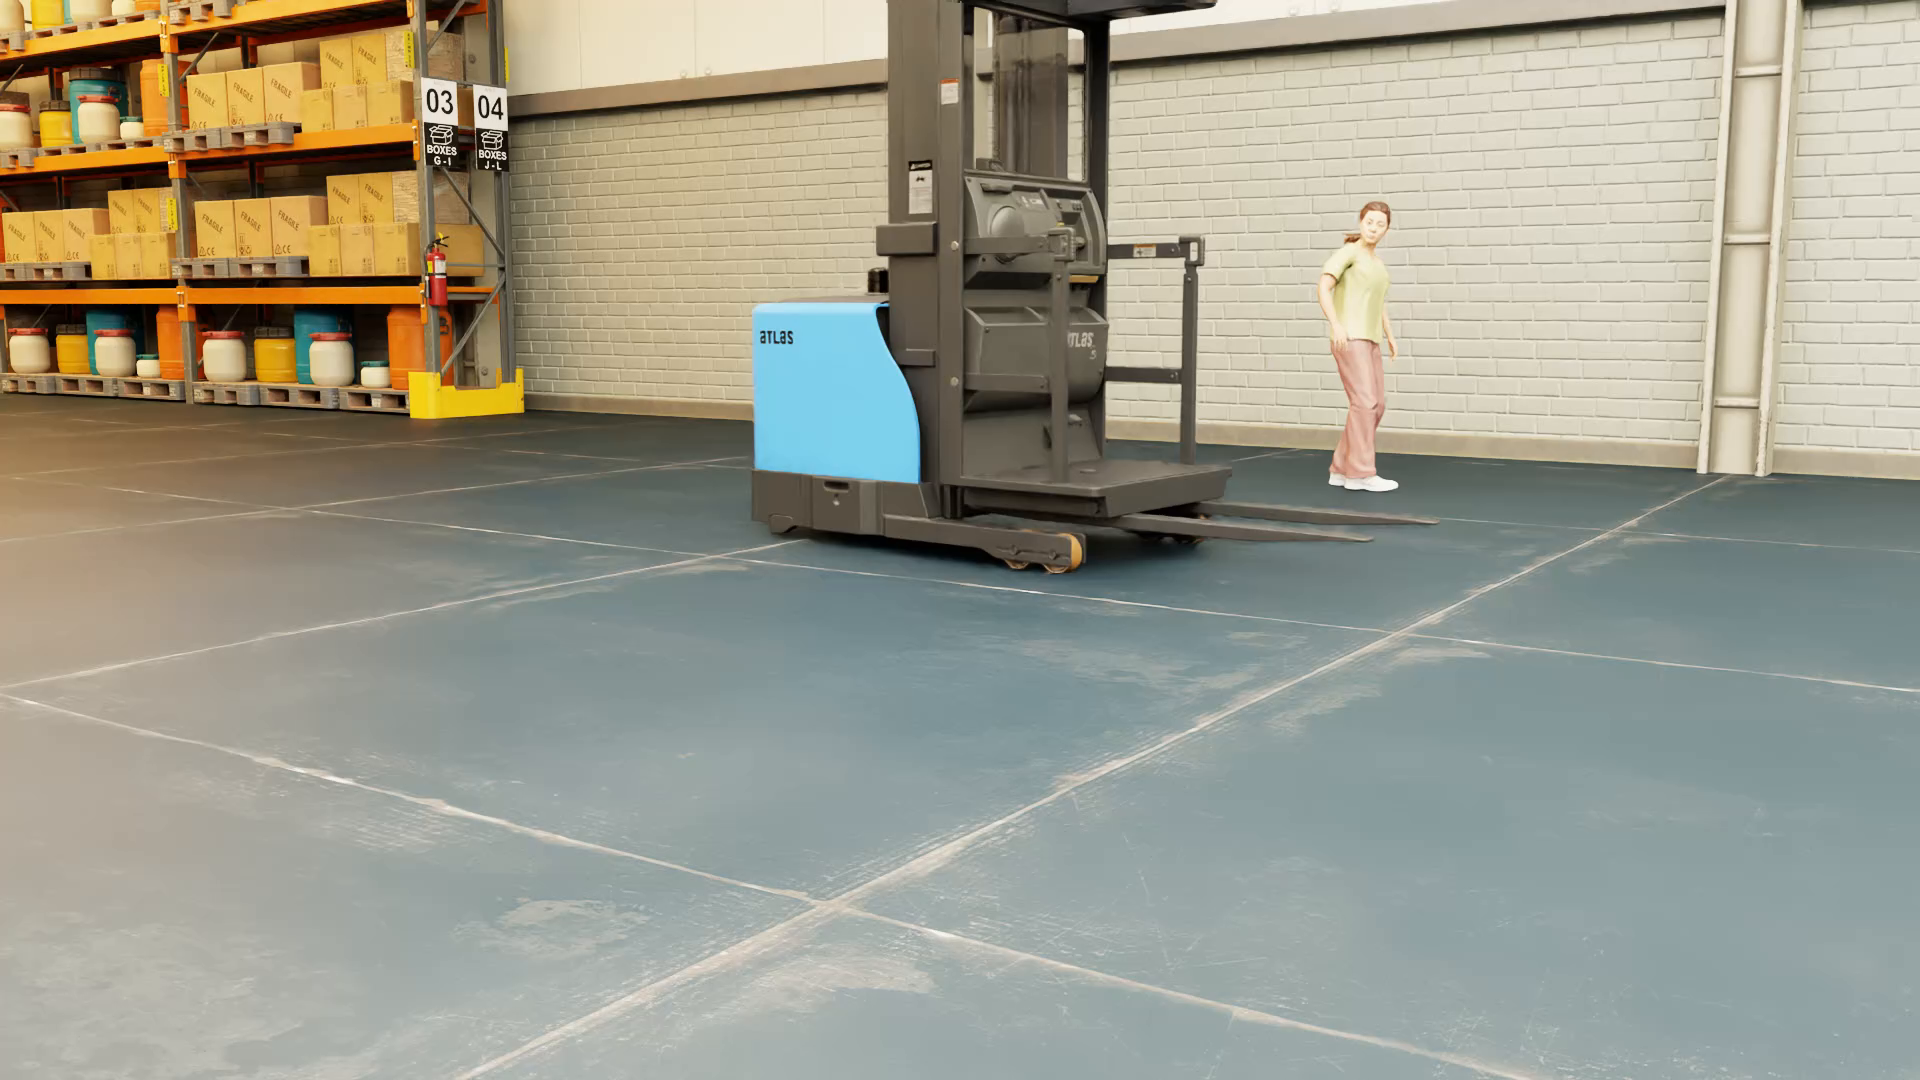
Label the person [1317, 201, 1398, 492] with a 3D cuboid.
[{"bbox_3d":[2.382,-1.124,9.639,0.494,1.655,0.665,6,10,37],"label":"person"}]

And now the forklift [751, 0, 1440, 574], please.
[{"bbox_3d":[0.495,-1.399,7.028,3.031,2.935,1.130,6,10,38],"label":"forklift"}]
